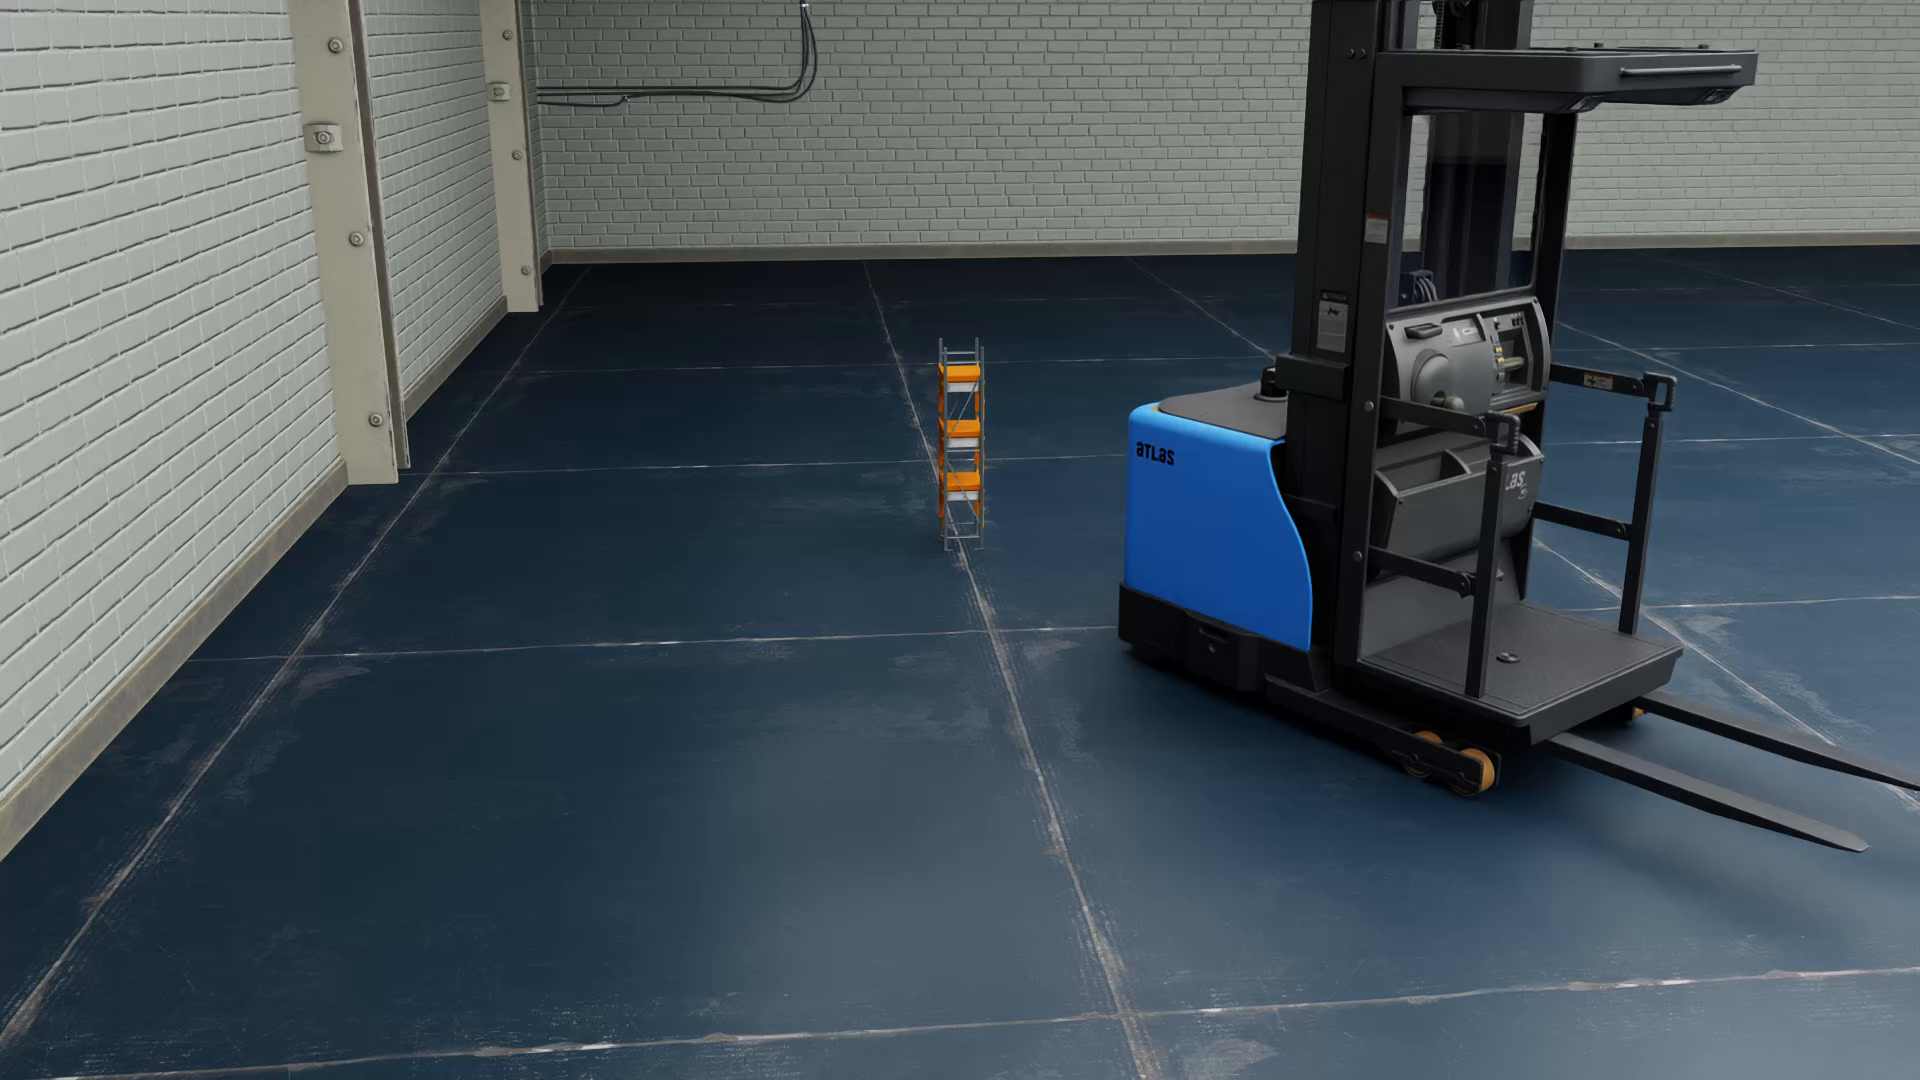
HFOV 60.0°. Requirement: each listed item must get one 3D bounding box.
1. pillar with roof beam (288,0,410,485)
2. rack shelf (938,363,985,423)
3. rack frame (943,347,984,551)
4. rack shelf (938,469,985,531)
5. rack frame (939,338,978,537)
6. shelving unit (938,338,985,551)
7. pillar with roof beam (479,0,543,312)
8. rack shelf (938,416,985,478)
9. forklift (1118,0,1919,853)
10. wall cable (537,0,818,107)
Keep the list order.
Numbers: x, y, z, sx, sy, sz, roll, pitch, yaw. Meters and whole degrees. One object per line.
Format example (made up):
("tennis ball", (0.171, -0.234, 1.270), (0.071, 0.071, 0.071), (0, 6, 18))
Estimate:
("pillar with roof beam", (0.809, -4.813, 8.983), (9.100, 9.000, 0.400), (-2, 18, -6))
("rack shelf", (0.005, -0.746, 8.387), (0.215, 0.259, 0.240), (-2, 18, -6))
("rack frame", (0.018, -0.449, 8.353), (0.200, 1.050, 0.008), (-2, 18, -6))
("rack shelf", (0.006, -0.210, 8.555), (0.215, 0.259, 0.240), (-2, 18, -6))
("rack frame", (-0.007, -0.521, 8.585), (0.200, 1.050, 0.008), (-2, 18, -6))
("shelving unit", (0.006, -0.485, 8.469), (0.215, 1.050, 0.252), (-2, 18, -6))
("pillar with roof beam", (0.190, -6.600, 14.677), (9.100, 9.000, 0.400), (-2, 18, -6))
("rack shelf", (0.006, -0.475, 8.472), (0.215, 0.259, 0.240), (-2, 18, -6))
("forklift", (1.996, -0.670, 5.917), (1.130, 2.935, 3.031), (-14, 22, -37))
("wall cable", (-3.081, -5.904, 17.645), (3.097, 2.526, 0.112), (-2, 18, -6))
